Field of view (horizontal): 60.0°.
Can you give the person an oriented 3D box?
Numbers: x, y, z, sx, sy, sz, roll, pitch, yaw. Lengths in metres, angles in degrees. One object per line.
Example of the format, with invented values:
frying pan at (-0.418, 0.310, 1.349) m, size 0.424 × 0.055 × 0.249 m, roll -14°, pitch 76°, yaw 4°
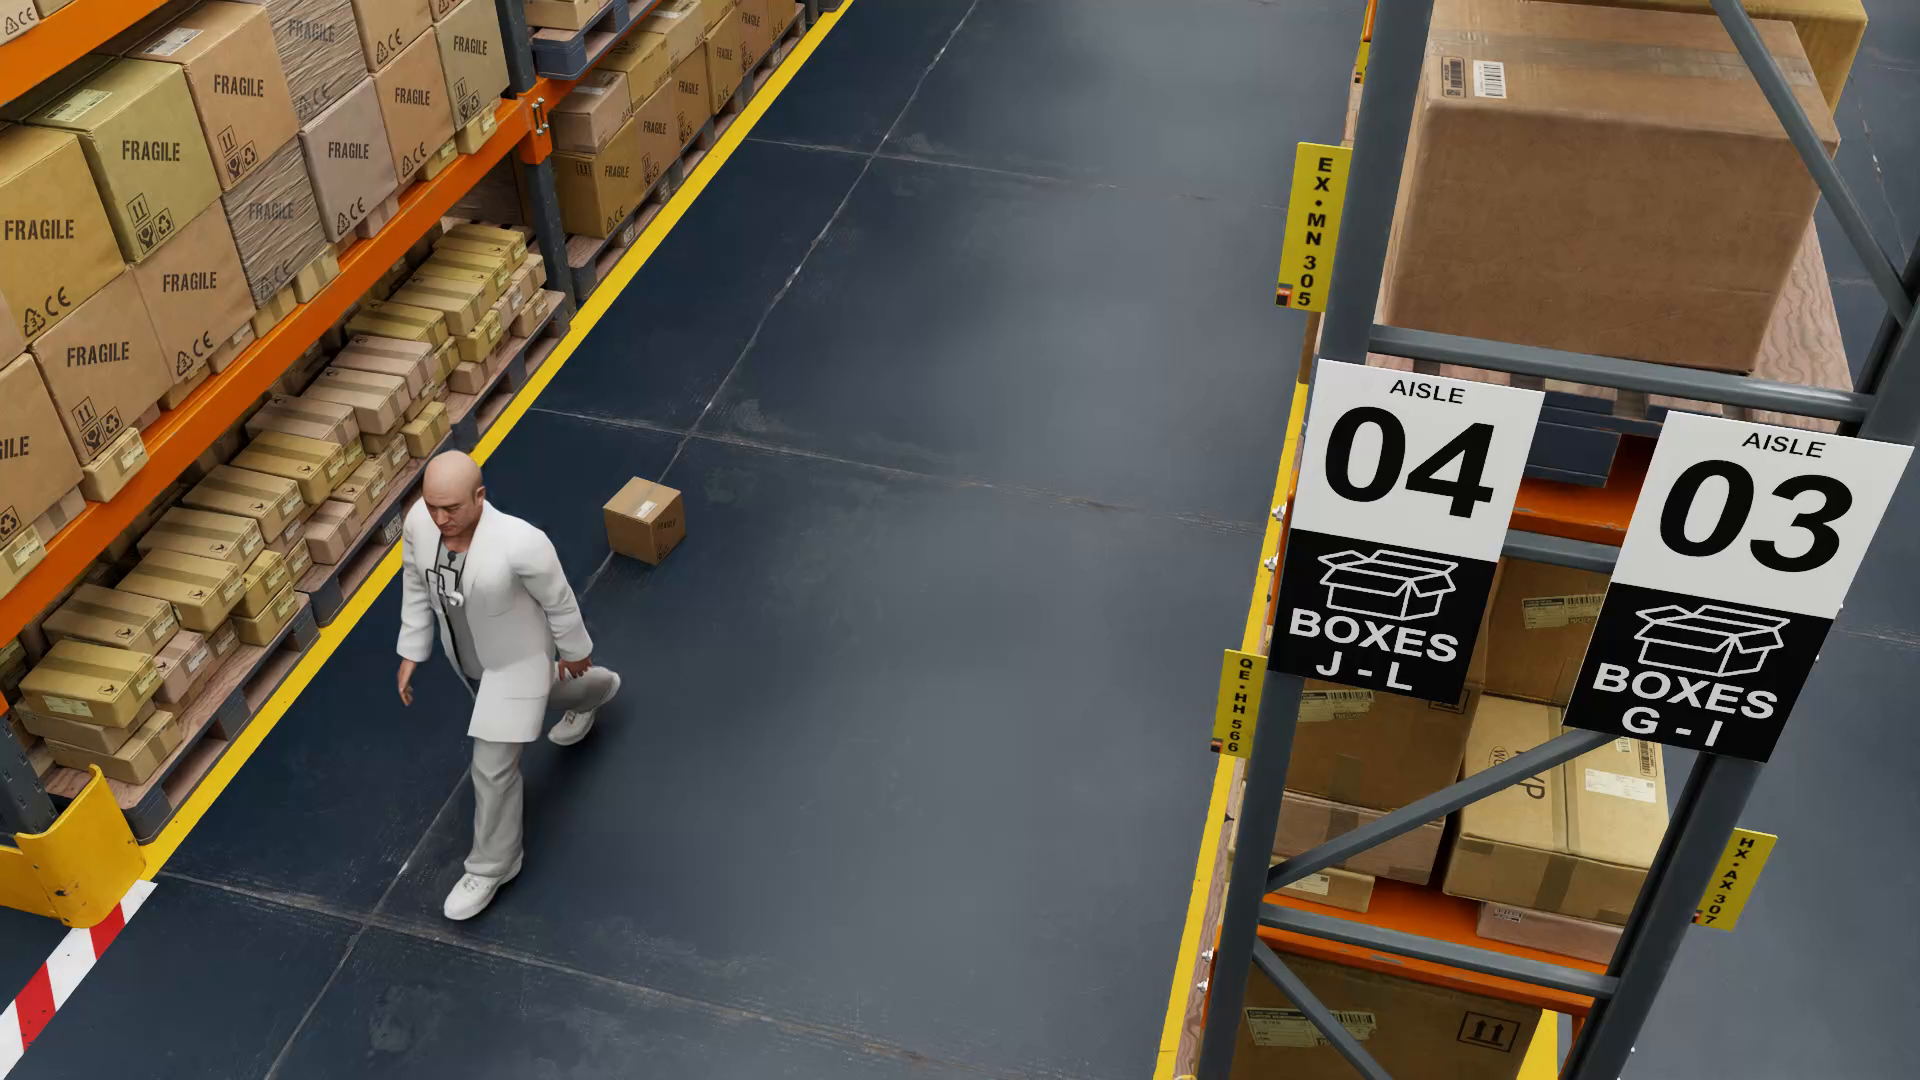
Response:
person at (-1.584, 0.365, 5.741) m, size 0.576 × 1.724 × 1.177 m, roll 20°, pitch 44°, yaw 22°
